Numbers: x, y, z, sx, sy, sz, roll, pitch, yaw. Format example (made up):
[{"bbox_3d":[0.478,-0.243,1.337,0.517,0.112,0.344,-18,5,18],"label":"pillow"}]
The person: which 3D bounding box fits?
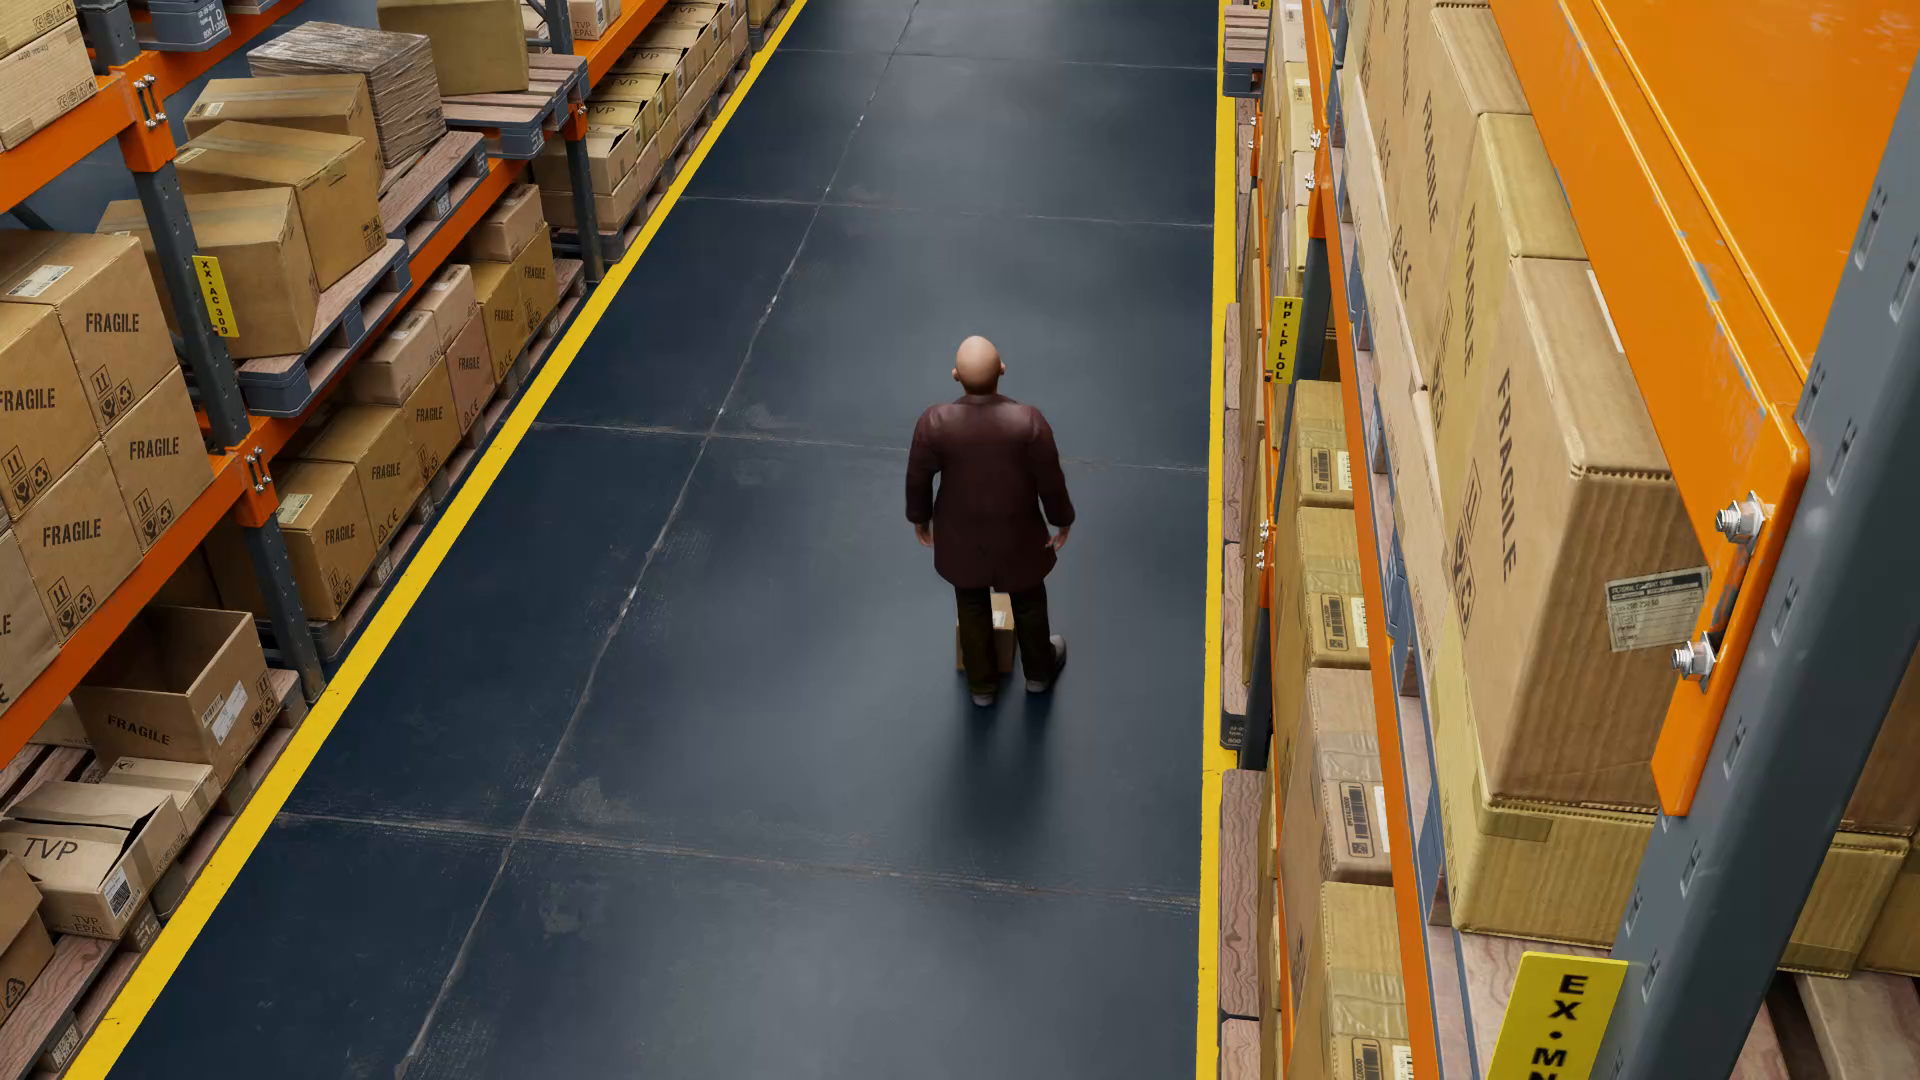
[{"bbox_3d":[0.129,-0.107,6.794,0.693,1.775,0.582,5,36,6],"label":"person"}]
